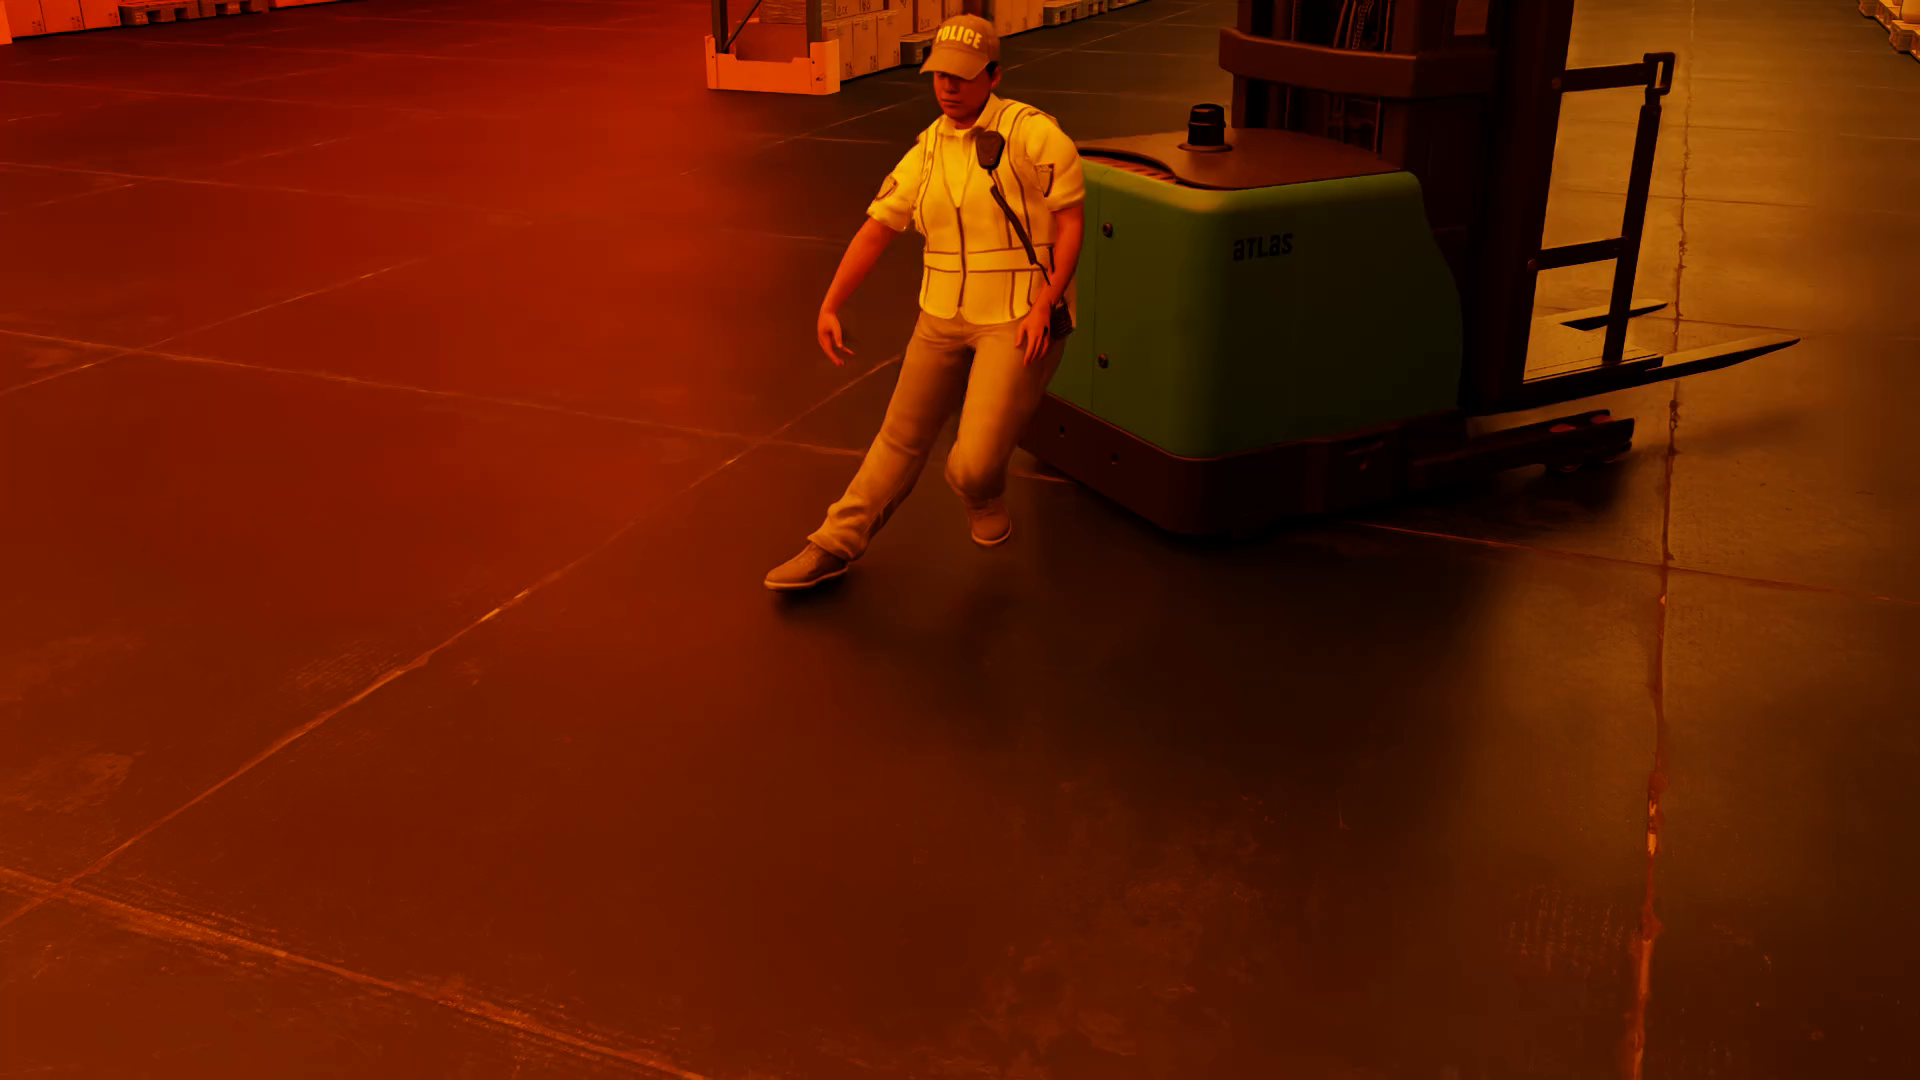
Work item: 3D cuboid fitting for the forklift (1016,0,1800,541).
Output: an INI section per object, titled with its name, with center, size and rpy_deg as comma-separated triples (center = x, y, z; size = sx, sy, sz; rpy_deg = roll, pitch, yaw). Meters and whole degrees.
[forklift]
center = 1.729, -1.744, 5.465
size = 3.031, 2.935, 1.130
rpy_deg = -12, 26, -27

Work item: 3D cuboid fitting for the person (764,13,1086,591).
[person]
center = -0.093, -0.583, 4.442
size = 0.709, 1.552, 0.685
rpy_deg = 15, 27, 32
